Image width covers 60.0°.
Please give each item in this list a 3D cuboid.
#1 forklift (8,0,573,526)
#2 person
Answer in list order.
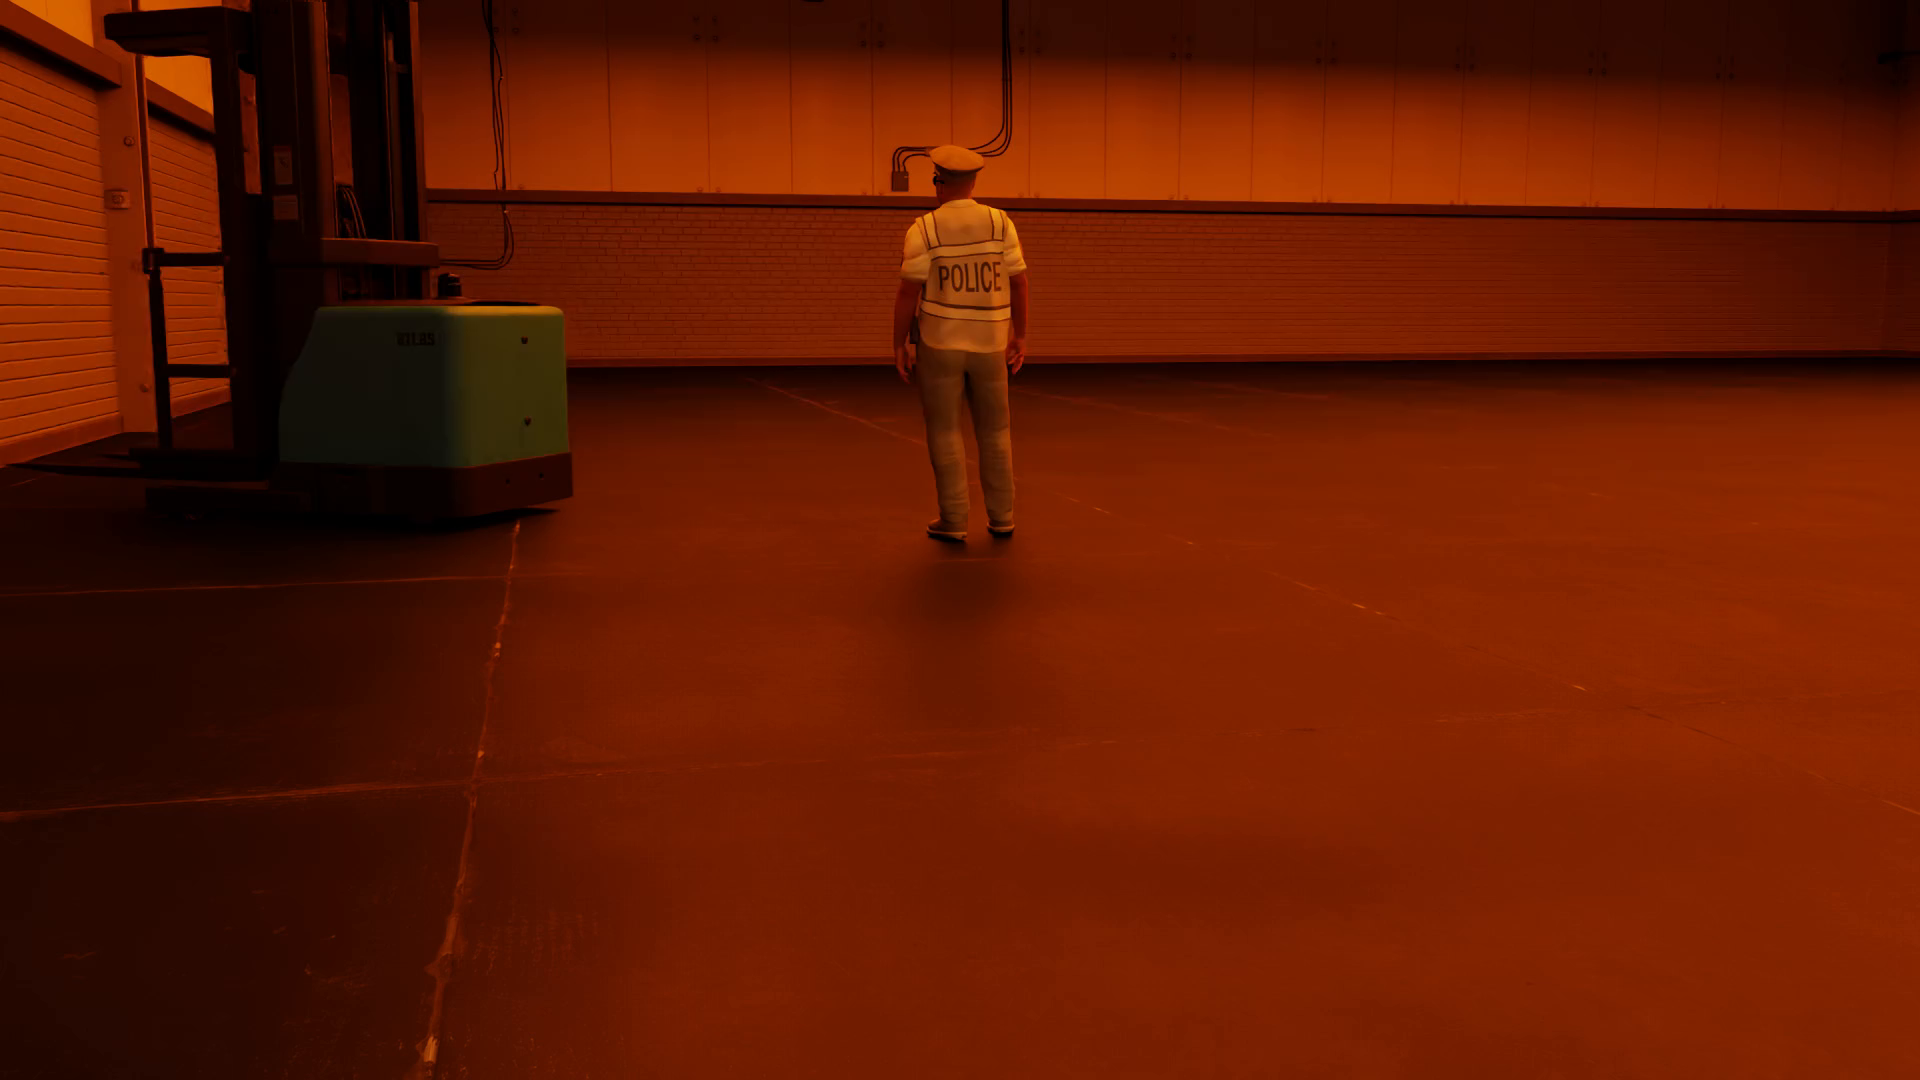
[{"bbox_3d":[-3.629,-1.617,8.687,3.031,2.935,1.130,3,8,18],"label":"forklift"},{"bbox_3d":[-0.007,-0.902,7.660,0.641,1.781,0.574,-2,8,-13],"label":"person"}]
